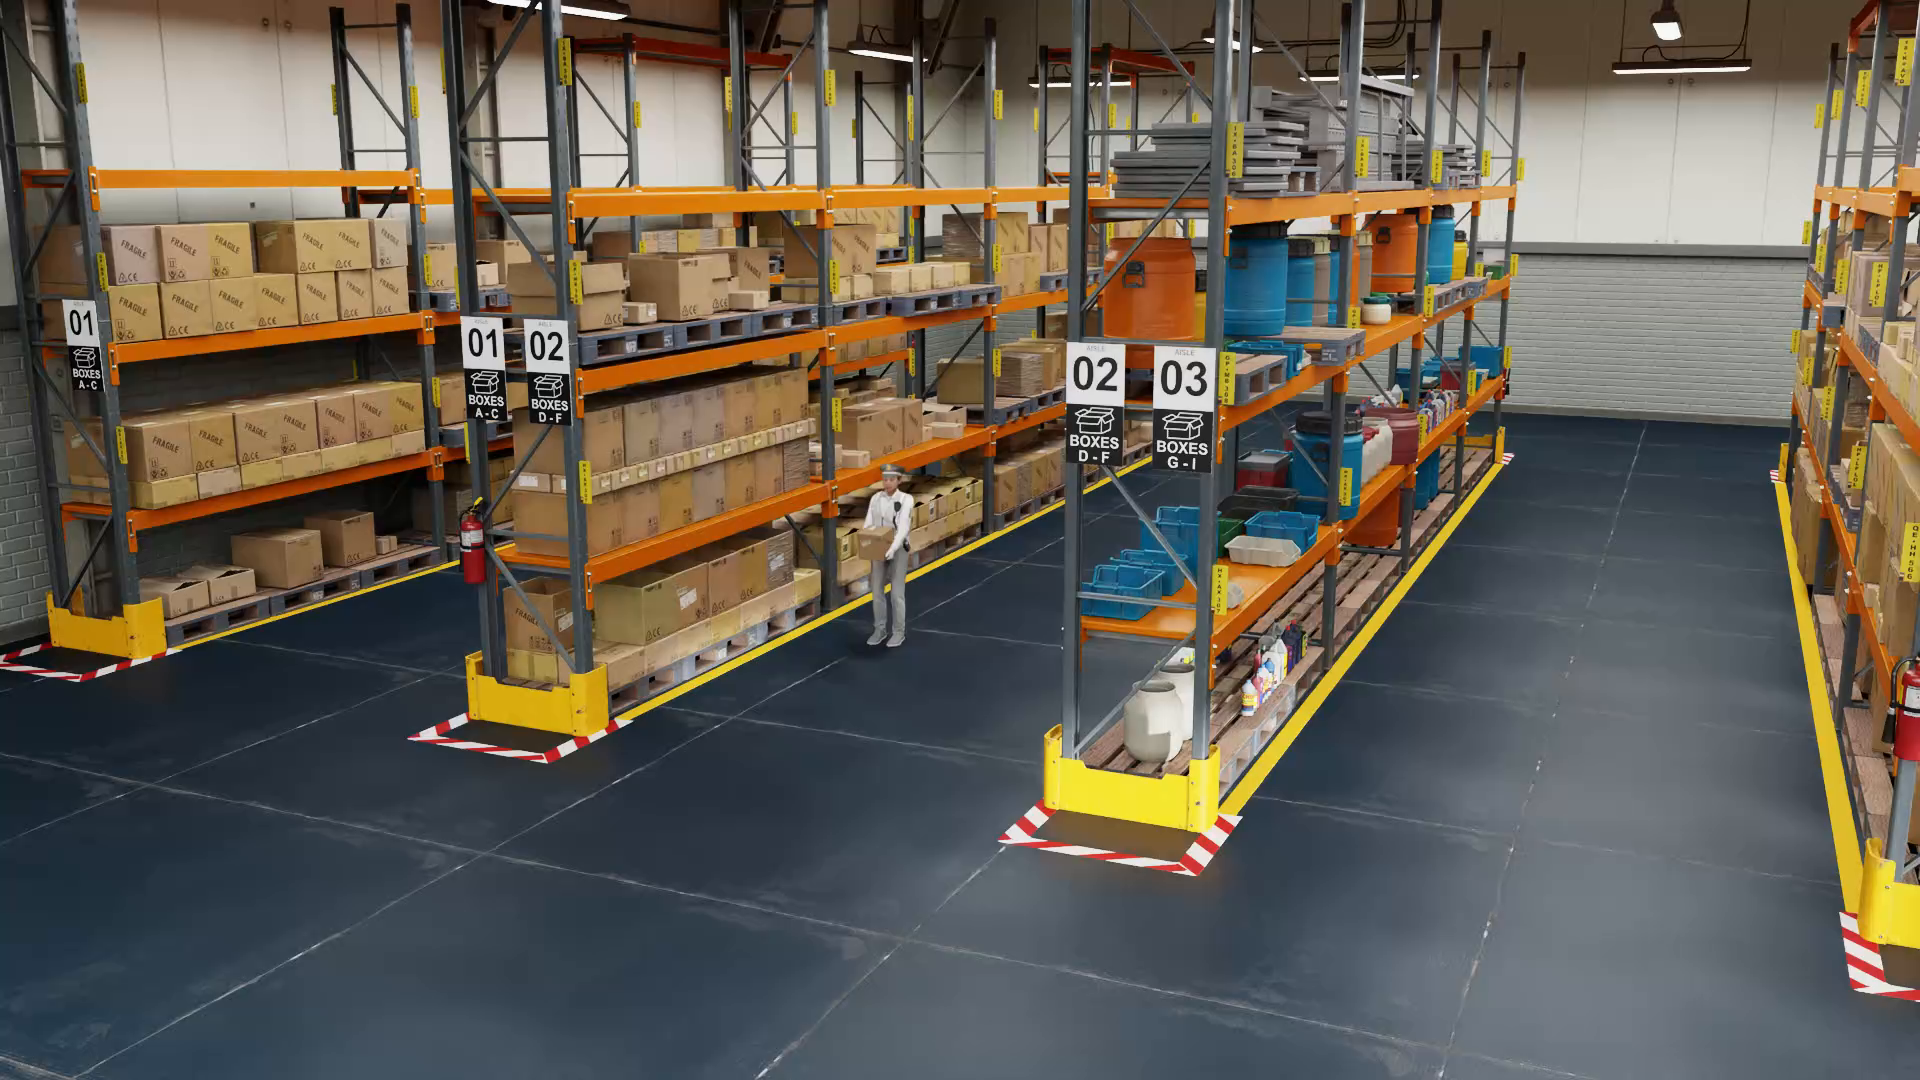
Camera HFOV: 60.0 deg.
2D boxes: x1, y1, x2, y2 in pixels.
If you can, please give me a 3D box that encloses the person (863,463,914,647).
[{"bbox_3d":[-0.682,0.135,15.300,0.446,1.691,0.530,5,13,23],"label":"person"}]
